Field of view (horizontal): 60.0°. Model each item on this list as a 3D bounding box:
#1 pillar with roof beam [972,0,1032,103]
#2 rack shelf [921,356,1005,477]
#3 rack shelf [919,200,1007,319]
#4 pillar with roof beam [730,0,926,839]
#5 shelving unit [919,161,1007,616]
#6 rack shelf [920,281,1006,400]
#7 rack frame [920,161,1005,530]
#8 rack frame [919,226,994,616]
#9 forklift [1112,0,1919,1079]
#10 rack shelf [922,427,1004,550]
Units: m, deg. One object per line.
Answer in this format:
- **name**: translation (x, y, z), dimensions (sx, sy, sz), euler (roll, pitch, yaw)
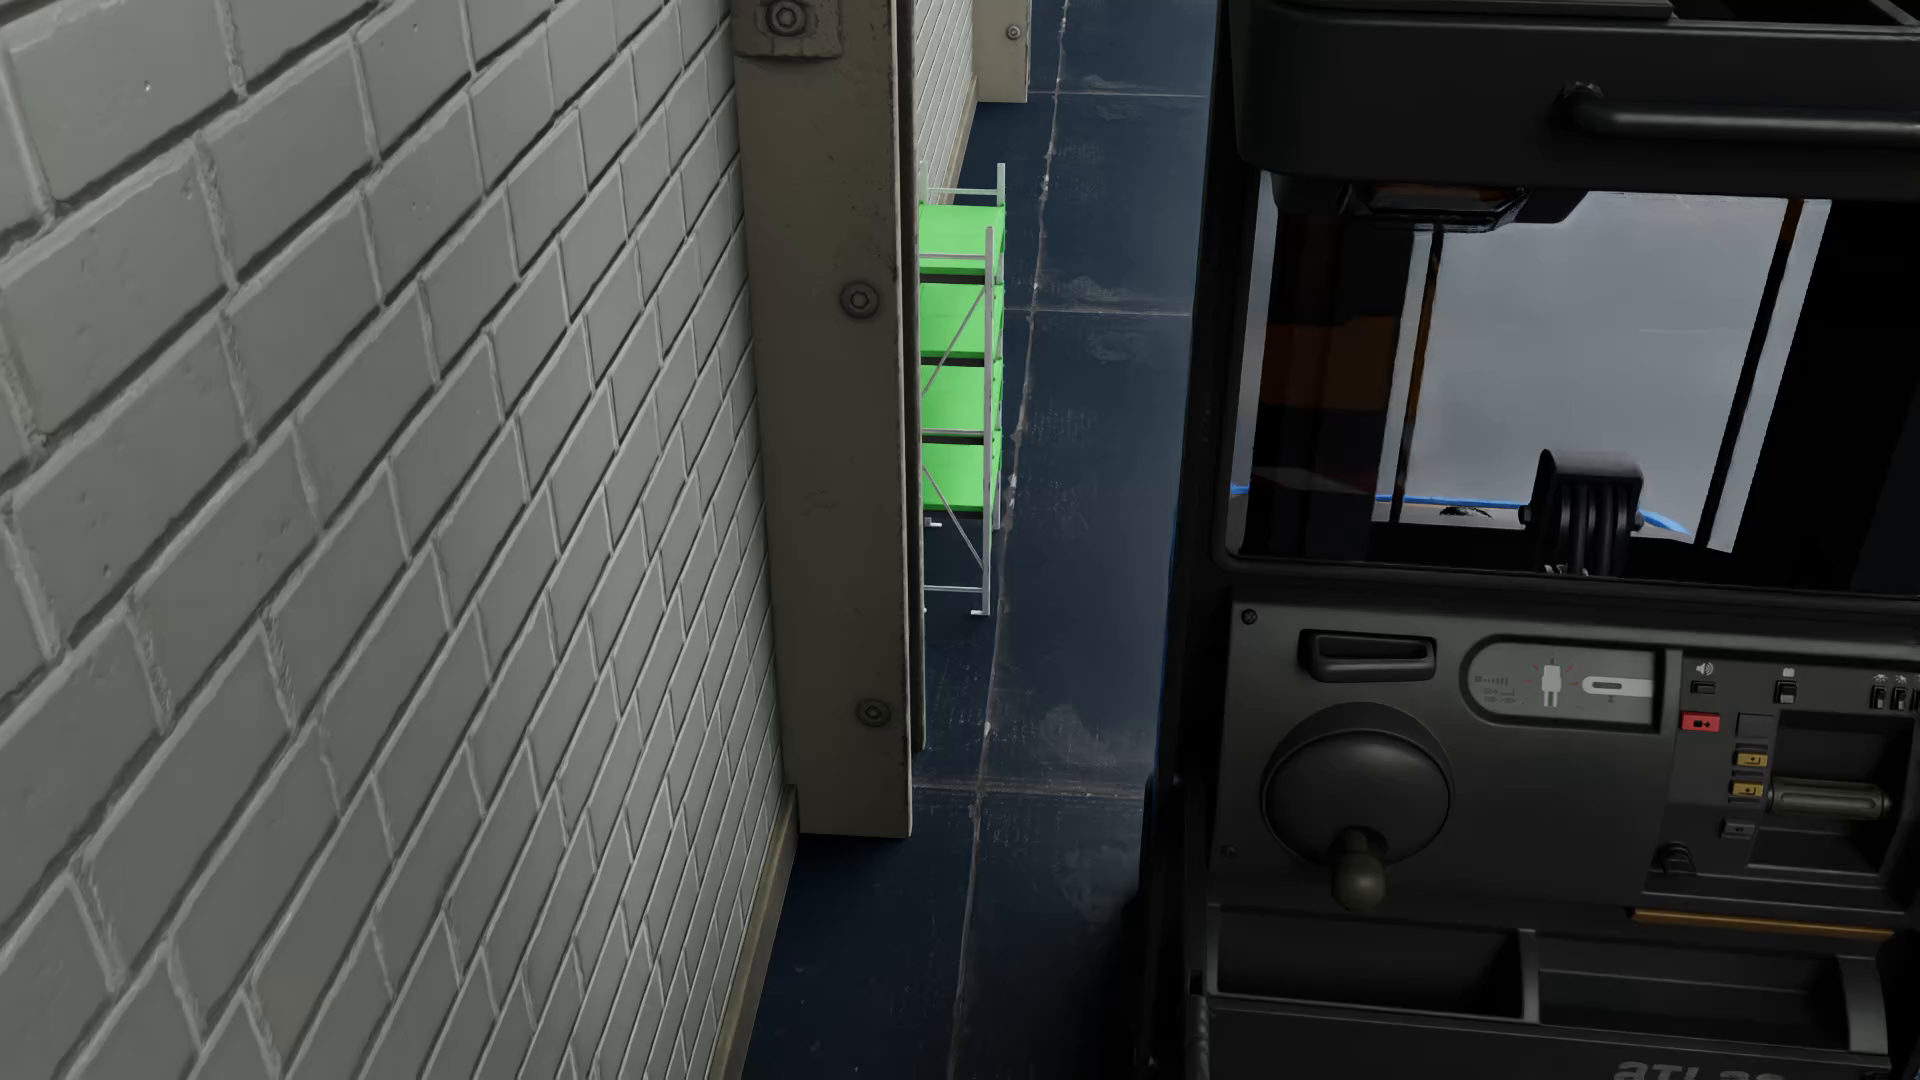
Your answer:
- **pillar with roof beam**: translation (4.519, -6.165, 6.677), dimensions (9.100, 9.000, 0.400), euler (2, 32, 4)
- **rack shelf**: translation (-0.013, -0.370, 4.828), dimensions (0.258, 0.148, 0.480), euler (2, 32, 4)
- **rack shelf**: translation (-0.013, -0.778, 4.576), dimensions (0.258, 0.148, 0.480), euler (2, 32, 4)
- **pillar with roof beam**: translation (4.031, -3.028, 1.586), dimensions (9.100, 9.000, 0.400), euler (2, 32, 4)
- **shelving unit**: translation (-0.013, -0.424, 4.795), dimensions (0.258, 1.200, 0.503), euler (2, 32, 4)
- **rack shelf**: translation (-0.013, -0.574, 4.702), dimensions (0.258, 0.148, 0.480), euler (2, 32, 4)
- **rack frame**: translation (0.006, -0.552, 5.002), dimensions (0.240, 1.200, 0.015), euler (2, 32, 4)
- **rack frame**: translation (-0.033, -0.297, 4.588), dimensions (0.240, 1.200, 0.015), euler (2, 32, 4)
- **forklift**: translation (0.777, 0.337, 1.909), dimensions (1.130, 2.935, 3.031), euler (4, 32, 6)
- **rack shelf**: translation (-0.013, -0.166, 4.954), dimensions (0.258, 0.148, 0.480), euler (2, 32, 4)
